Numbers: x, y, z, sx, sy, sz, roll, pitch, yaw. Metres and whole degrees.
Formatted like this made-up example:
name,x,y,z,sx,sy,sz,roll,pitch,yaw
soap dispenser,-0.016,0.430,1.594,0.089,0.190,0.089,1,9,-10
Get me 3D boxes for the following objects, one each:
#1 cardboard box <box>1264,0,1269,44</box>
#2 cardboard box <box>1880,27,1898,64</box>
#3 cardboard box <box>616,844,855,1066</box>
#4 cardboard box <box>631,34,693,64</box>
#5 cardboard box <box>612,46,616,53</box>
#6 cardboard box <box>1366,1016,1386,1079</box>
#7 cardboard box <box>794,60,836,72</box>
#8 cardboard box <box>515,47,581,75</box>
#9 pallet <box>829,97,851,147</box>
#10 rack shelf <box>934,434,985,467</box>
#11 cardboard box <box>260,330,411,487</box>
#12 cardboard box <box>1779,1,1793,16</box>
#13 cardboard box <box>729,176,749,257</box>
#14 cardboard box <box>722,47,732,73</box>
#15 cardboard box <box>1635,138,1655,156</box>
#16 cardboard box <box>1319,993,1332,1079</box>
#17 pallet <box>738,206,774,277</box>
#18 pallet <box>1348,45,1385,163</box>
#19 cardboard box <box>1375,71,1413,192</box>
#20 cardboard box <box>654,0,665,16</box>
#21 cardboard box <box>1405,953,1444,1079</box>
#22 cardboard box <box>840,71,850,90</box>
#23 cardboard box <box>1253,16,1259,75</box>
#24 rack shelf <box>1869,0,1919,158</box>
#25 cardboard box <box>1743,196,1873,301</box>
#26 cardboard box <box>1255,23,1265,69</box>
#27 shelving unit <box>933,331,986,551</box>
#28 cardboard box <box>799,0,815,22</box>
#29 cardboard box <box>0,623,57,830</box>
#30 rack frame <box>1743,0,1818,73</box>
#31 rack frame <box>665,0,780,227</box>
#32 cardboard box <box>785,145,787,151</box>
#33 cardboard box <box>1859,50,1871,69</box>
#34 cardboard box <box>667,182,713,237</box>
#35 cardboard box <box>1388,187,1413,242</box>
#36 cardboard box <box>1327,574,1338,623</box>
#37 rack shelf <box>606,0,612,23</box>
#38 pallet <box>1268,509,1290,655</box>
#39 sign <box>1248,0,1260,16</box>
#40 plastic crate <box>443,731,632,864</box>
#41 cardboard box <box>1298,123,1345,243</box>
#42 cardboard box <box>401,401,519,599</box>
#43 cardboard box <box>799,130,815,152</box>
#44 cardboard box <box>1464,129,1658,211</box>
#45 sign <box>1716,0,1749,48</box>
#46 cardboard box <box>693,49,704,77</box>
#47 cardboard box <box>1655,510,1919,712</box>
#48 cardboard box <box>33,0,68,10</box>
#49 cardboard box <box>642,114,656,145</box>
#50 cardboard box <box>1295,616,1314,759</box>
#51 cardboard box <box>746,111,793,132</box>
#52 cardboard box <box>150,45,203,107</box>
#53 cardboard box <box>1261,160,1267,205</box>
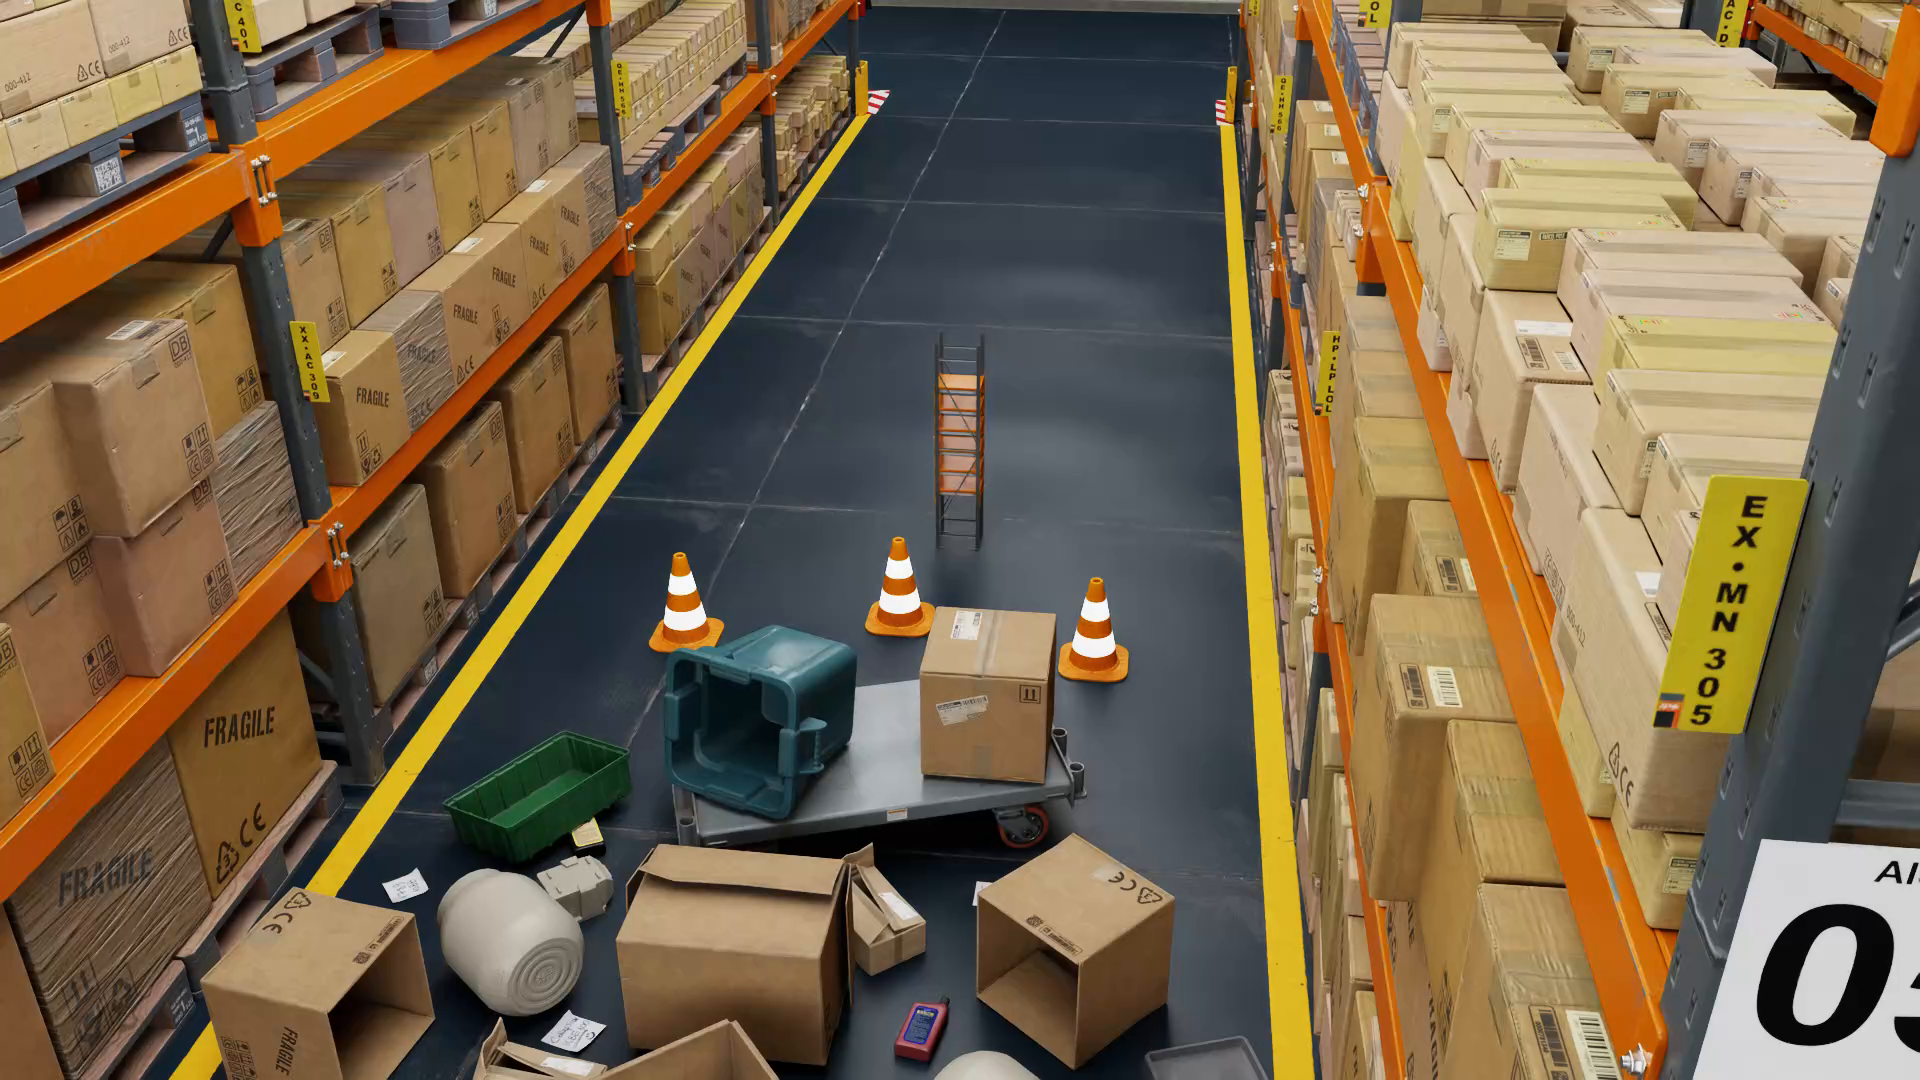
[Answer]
name,x,y,z,sx,sy,sz,roll,pitch,yaw
cardboard box,2.497,-3.872,12.116,0.500,0.500,0.500,3,28,6
cardboard box,7.618,-3.852,13.082,0.500,0.250,0.500,4,29,7
cardboard box,-0.790,1.454,5.878,0.797,0.637,0.503,3,28,6
cardboard box,-2.102,-3.455,11.696,0.380,0.149,0.250,3,28,5
cardboard box,-2.715,-3.488,12.071,0.380,0.149,0.250,3,28,5
cardboard box,1.286,1.428,4.419,0.380,0.149,0.250,5,29,8
cardboard box,-1.465,-4.756,16.850,0.380,0.149,0.250,4,29,7
cardboard box,-2.810,-3.251,11.317,0.380,0.149,0.250,3,28,6
pallet,-1.708,-4.299,17.007,1.003,0.211,1.213,3,28,6
rack shelf,-0.002,-0.482,8.974,0.258,0.103,0.180,3,28,6
cardboard box,-2.703,-0.570,7.040,0.500,0.500,0.500,4,29,7
cardboard box,7.990,-5.044,15.715,0.380,0.149,0.250,4,29,7
cardboard box,-1.958,-2.540,12.994,0.500,0.500,0.500,3,28,5
cardboard box,-1.970,-3.696,12.770,0.380,0.149,0.250,3,28,6
cardboard box,2.043,-0.978,4.585,0.500,0.250,0.500,3,28,5
cardboard box,1.434,1.735,5.322,0.500,0.250,0.500,3,28,6
pallet,-2.148,-2.466,13.604,1.003,0.211,1.213,3,28,6
pallet,2.072,-1.576,6.049,1.213,0.211,1.003,3,28,6
cardboard box,1.565,-1.248,5.086,0.500,0.250,0.500,3,28,5
cardboard box,-2.559,-4.237,13.147,0.380,0.149,0.250,5,29,9
cardboard box,1.260,1.147,3.539,0.500,0.500,0.500,3,29,6
cardboard box,-1.345,-4.738,17.132,0.380,0.149,0.250,3,28,5
cardboard box,2.674,-4.097,13.587,0.500,0.500,0.500,4,29,7
rack shelf,1.646,-1.436,3.189,1.077,0.370,4.000,3,28,6
cardboard box,1.864,-0.602,3.466,0.380,0.149,0.250,4,29,7
cardboard box,2.537,-3.783,12.740,0.500,0.250,0.500,3,28,5
shelving unit,-0.002,-0.521,8.953,0.258,1.200,0.189,3,28,6
cardboard box,-1.592,-4.922,14.804,0.500,0.500,0.500,3,28,5
cardboard box,-3.261,0.577,4.858,0.875,0.550,0.500,3,28,6
rack frame,8.288,-5.416,16.140,1.000,3.000,0.127,3,28,6
rack frame,-2.054,-4.060,13.623,1.000,3.000,0.127,3,28,6
cardboard box,-1.756,-3.514,14.859,0.380,0.149,0.250,3,28,6
cardboard box,7.663,-3.957,13.697,0.380,0.149,0.250,4,29,8
cardboard box,-2.084,-2.373,11.894,0.500,0.250,0.500,4,29,7
cardboard box,1.519,-1.012,5.067,0.380,0.149,0.250,3,28,6
cardboard box,1.534,0.186,6.007,0.380,0.149,0.250,3,28,6
rack shelf,-2.299,-4.122,11.335,1.077,0.370,4.000,3,28,6
pallet,2.132,0.231,8.598,1.003,0.211,1.213,3,28,6
sign,2.320,-4.267,13.012,0.100,0.325,0.005,3,28,6
plastic crate,-1.755,1.076,6.993,0.450,0.188,0.662,9,28,37
cardboard box,2.039,-1.853,8.664,0.500,0.500,0.500,5,29,9
cardboard box,-2.926,-0.240,8.462,1.050,0.750,0.750,3,28,6
cardboard box,-1.572,-3.755,15.621,0.380,0.149,0.250,3,28,5
cardboard box,1.423,-0.869,3.963,0.380,0.149,0.250,3,28,5
sign,2.430,-1.574,5.302,0.100,0.325,0.005,3,28,6
cardboard box,-2.065,-3.446,11.991,0.380,0.149,0.250,3,29,6
cardboard box,1.149,0.091,2.179,0.380,0.149,0.250,4,29,7
cardboard box,-2.825,-1.656,4.875,0.380,0.149,0.250,3,28,6
cardboard box,-2.223,-2.703,10.928,0.380,0.149,0.250,5,29,9
cardboard box,1.953,0.671,7.170,0.950,0.372,0.625,4,29,7
cardboard box,-1.722,-3.774,15.028,0.380,0.149,0.250,3,28,5
cardboard box,-2.762,-1.543,5.505,0.380,0.149,0.250,3,28,6
cardboard box,3.054,-3.166,14.223,0.875,0.438,0.875,3,28,5
